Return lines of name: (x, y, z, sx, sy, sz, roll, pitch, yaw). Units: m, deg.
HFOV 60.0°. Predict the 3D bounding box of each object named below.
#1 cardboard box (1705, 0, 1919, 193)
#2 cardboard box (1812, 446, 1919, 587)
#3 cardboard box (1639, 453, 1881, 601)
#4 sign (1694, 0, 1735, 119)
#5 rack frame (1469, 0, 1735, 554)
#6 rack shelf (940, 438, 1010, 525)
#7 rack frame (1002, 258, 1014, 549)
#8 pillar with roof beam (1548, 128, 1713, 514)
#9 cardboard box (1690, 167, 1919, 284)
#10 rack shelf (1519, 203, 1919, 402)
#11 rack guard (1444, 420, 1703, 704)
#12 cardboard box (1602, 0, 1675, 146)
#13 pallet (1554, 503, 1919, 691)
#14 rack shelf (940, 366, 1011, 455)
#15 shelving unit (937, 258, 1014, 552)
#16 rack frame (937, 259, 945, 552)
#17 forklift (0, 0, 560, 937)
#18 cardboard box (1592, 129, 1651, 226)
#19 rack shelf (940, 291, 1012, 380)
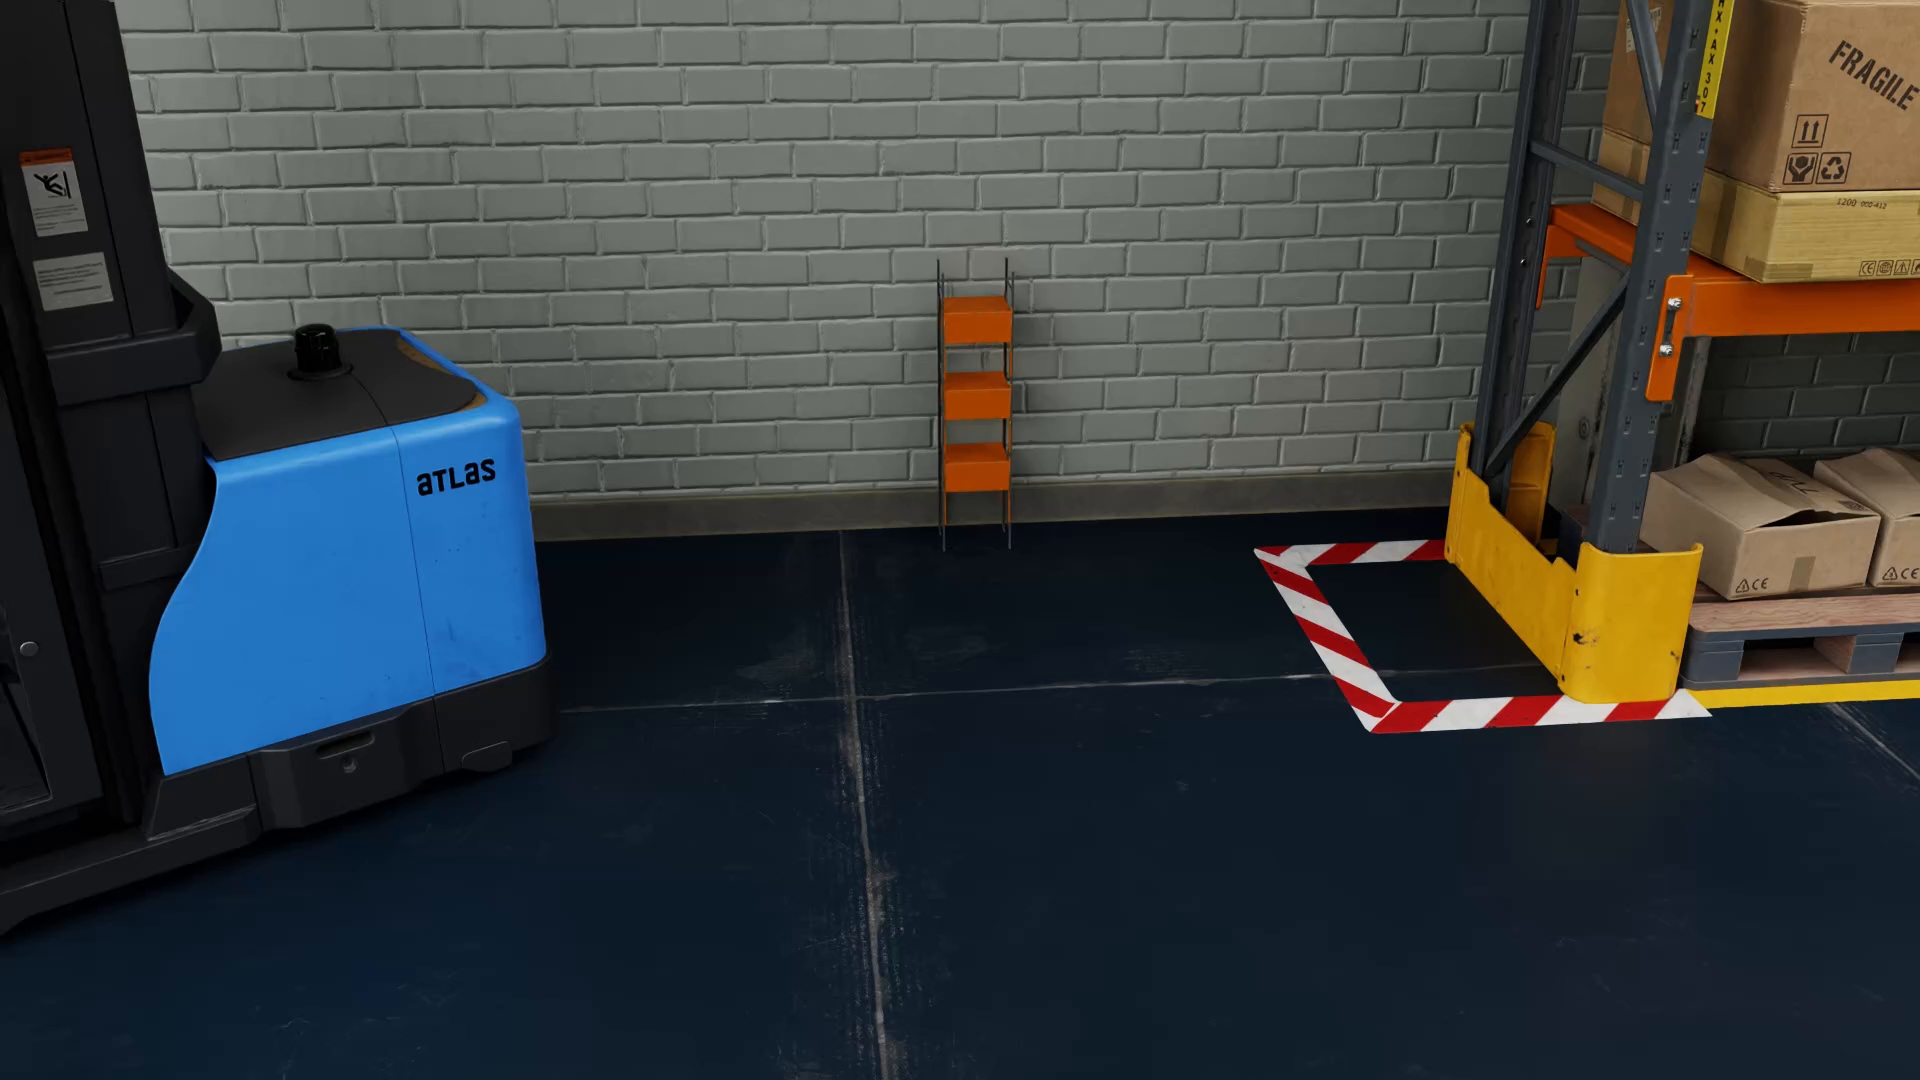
cardboard box: (2.433, -1.284, 4.683, 0.500, 0.500, 0.500, -2, 24, -5)
cardboard box: (3.193, -0.090, 5.528, 0.500, 0.311, 0.500, 0, 24, -1)
cardboard box: (2.626, -0.067, 5.477, 0.500, 0.311, 0.500, -5, 24, -11)
sign: (1.982, -1.280, 4.371, 0.005, 0.325, 0.100, -2, 24, -5)
rack frame: (1.928, -1.104, 5.040, 0.127, 3.000, 1.000, -2, 24, -5)
rack shelf: (0.053, -0.218, 6.159, 0.240, 0.259, 0.215, -2, 24, -5)
rack frame: (0.175, -0.487, 6.053, 0.008, 1.050, 0.200, -2, 24, -5)
pillar with roof beam: (2.963, -2.482, 0.756, 0.400, 9.000, 9.100, -2, 24, -5)
cardboard box: (2.445, -0.935, 4.821, 0.500, 0.250, 0.500, -3, 24, -7)
rack shelf: (3.918, -0.855, 5.366, 4.000, 0.370, 1.077, -2, 24, -5)
rack guard: (2.004, 0.036, 5.554, 0.348, 0.500, 1.175, -2, 24, -5)
cardboard box: (2.376, -1.492, 5.150, 0.500, 0.500, 0.500, -3, 24, -6)
pallet: (2.816, 0.149, 5.654, 1.213, 0.211, 1.003, -2, 24, -5)
rack shelf: (0.053, -0.472, 6.046, 0.240, 0.259, 0.215, -2, 24, -5)
shelving unit: (0.053, -0.482, 6.042, 0.252, 1.050, 0.215, -2, 24, -5)
rack frame: (-0.068, -0.477, 6.031, 0.008, 1.050, 0.200, -2, 24, -5)
forklift: (-2.654, -0.522, 3.816, 3.031, 2.935, 1.130, -17, 29, -33)
cardboard box: (2.374, -1.141, 5.284, 0.500, 0.250, 0.500, -2, 24, -4)
rack shelf: (0.053, -0.732, 5.931, 0.240, 0.259, 0.215, -2, 24, -5)
